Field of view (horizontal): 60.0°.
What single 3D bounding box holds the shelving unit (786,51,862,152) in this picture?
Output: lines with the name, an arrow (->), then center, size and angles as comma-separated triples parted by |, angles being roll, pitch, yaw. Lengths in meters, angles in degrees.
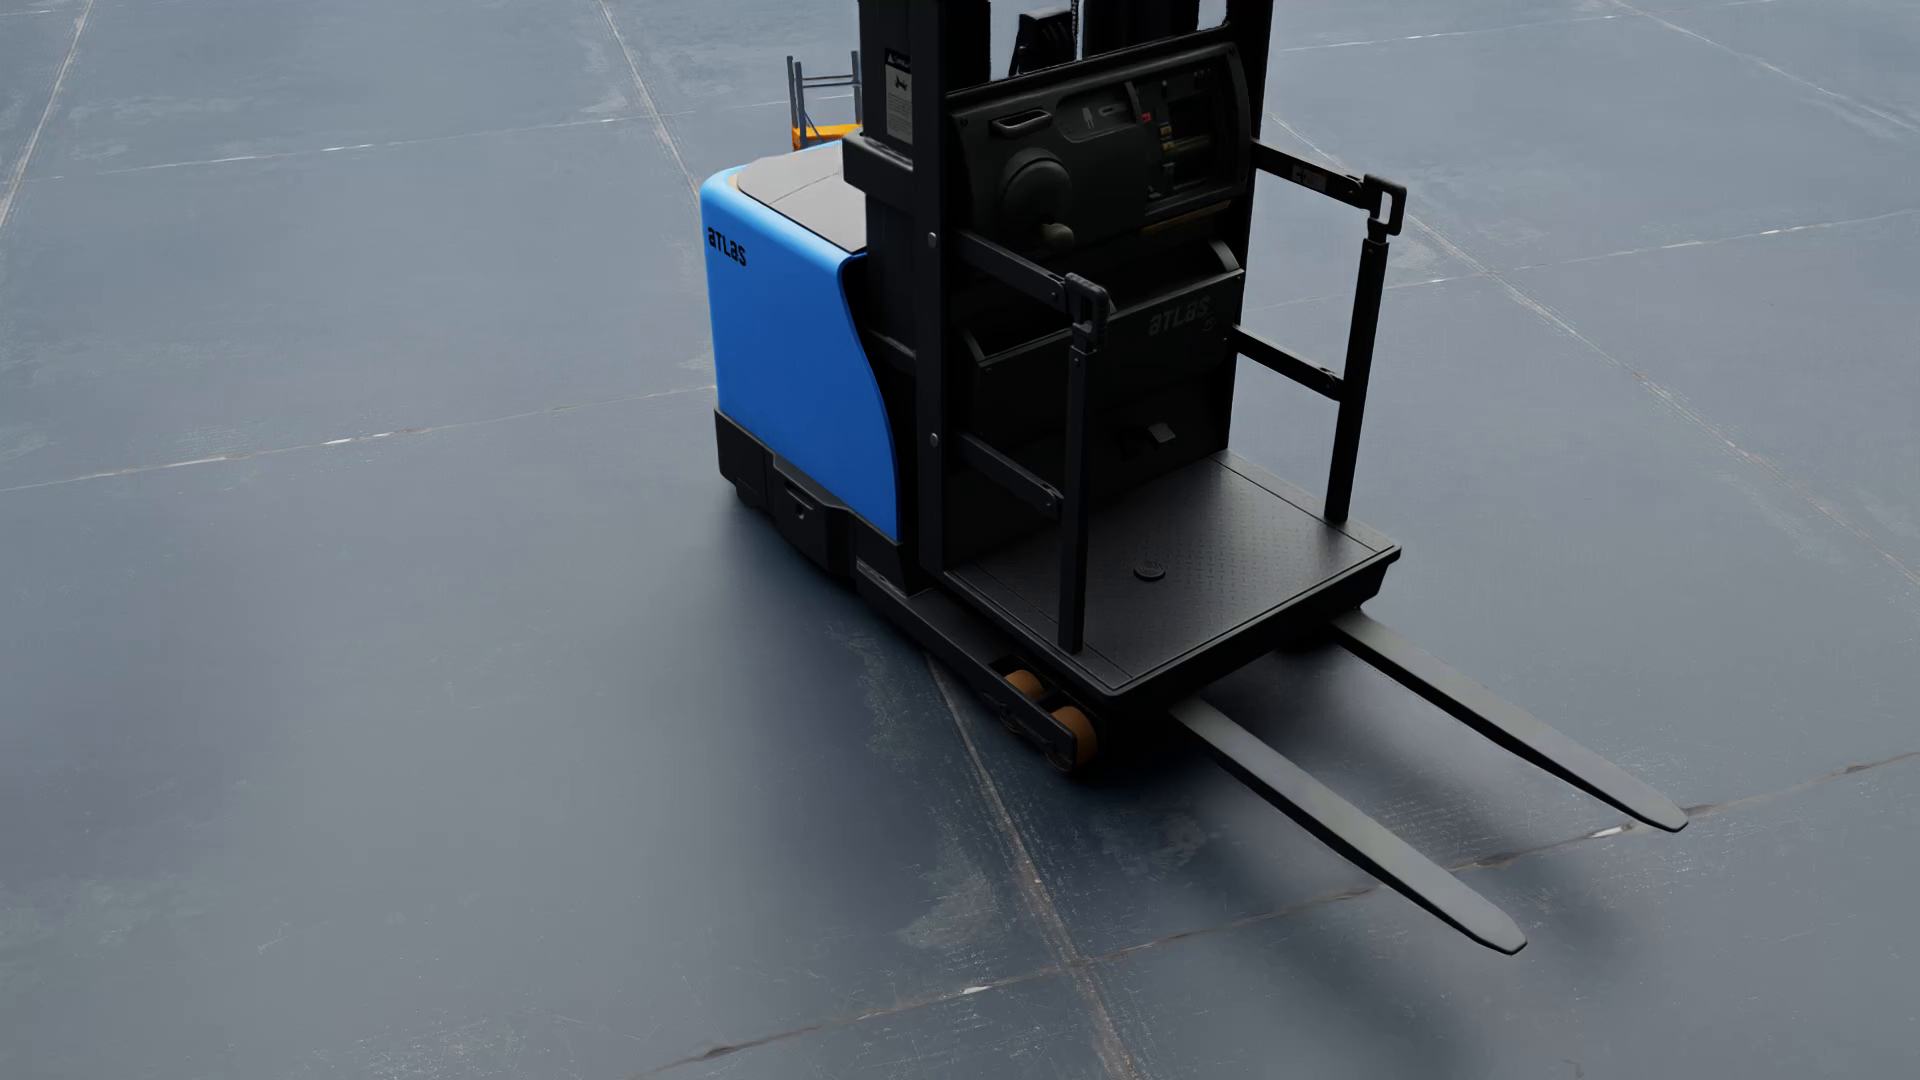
shelving unit -> -0.415, -1.048, 5.734 | 0.258, 1.200, 0.189 | -8, 24, -12

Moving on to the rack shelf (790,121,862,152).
rack shelf -> -0.429, -1.339, 5.610 | 0.258, 0.103, 0.180 | -8, 24, -12

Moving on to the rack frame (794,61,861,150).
rack frame -> -0.393, -1.015, 5.652 | 0.240, 1.200, 0.006 | -8, 24, -12

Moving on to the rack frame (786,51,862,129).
rack frame -> -0.437, -1.082, 5.816 | 0.240, 1.200, 0.006 | -8, 24, -12

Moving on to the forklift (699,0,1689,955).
forklift -> 0.505, -0.932, 4.002 | 1.130, 2.935, 3.031 | -23, 40, -31
